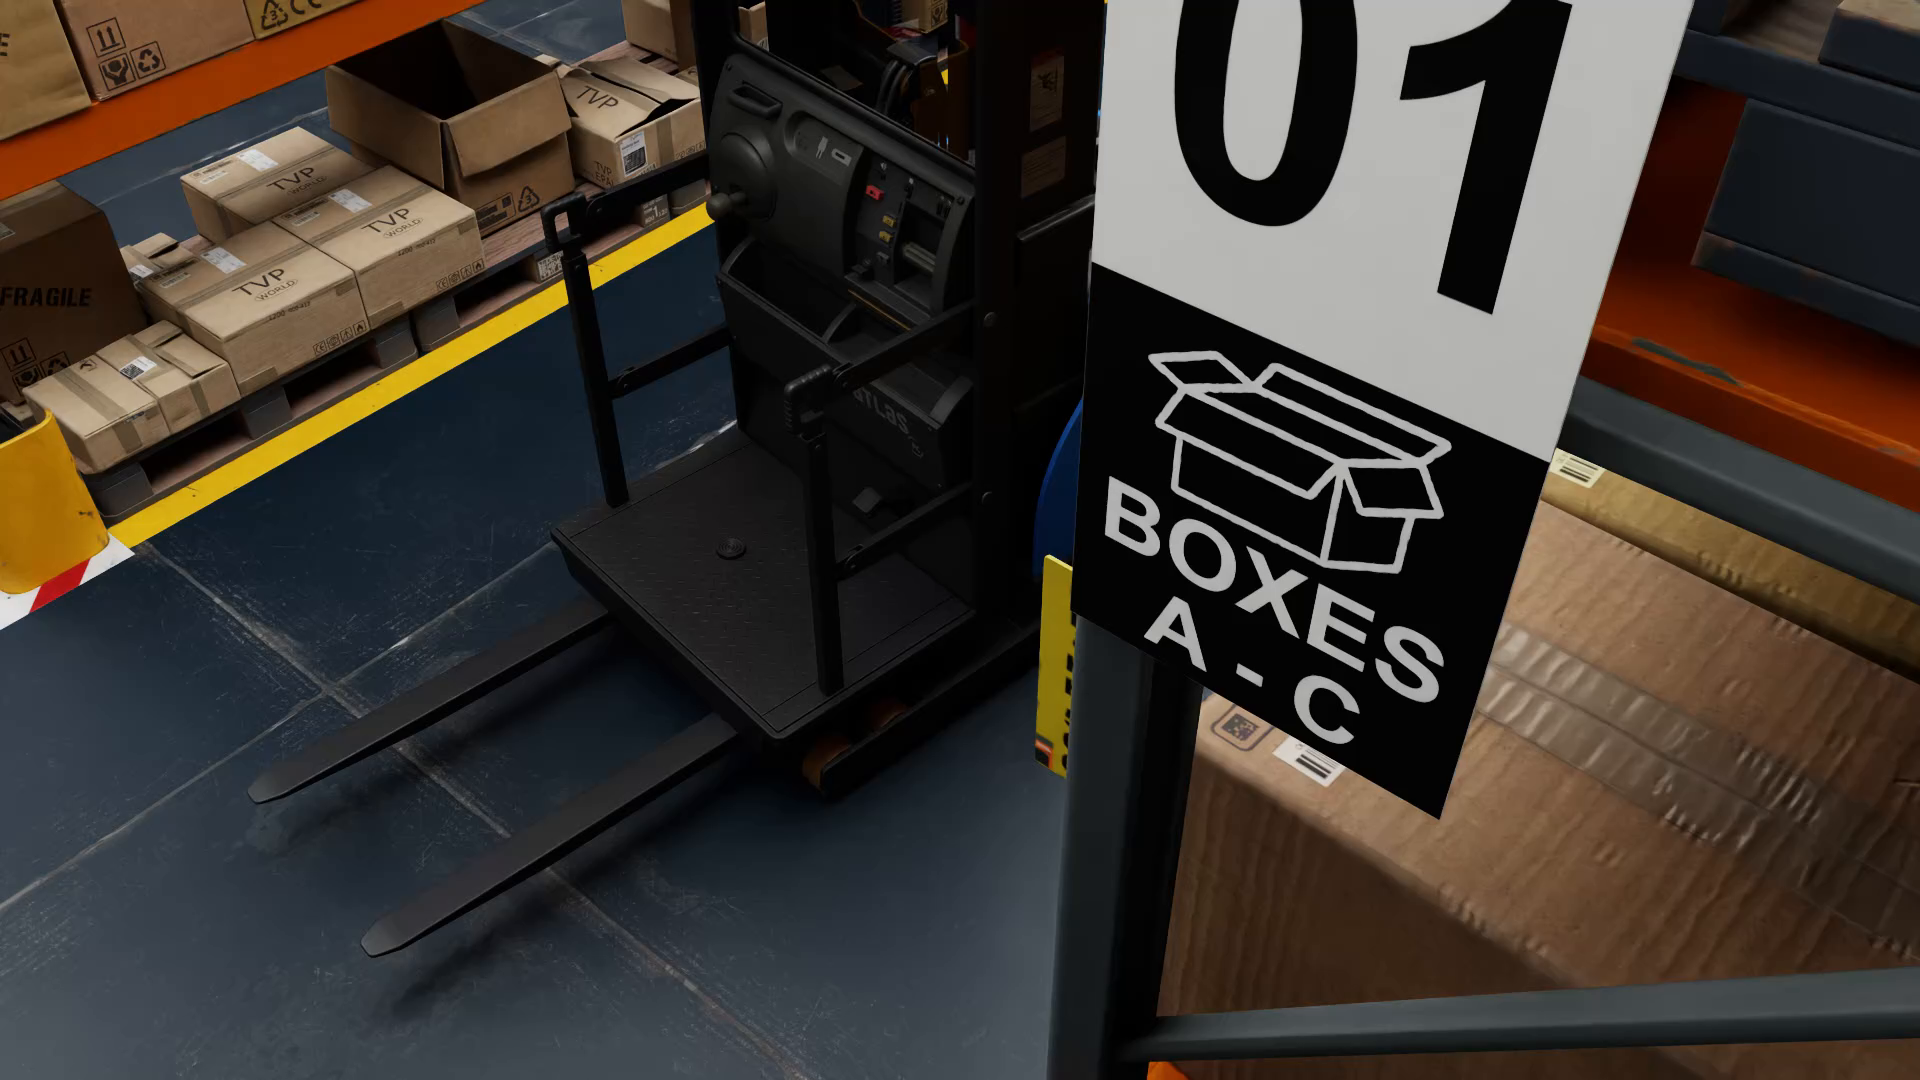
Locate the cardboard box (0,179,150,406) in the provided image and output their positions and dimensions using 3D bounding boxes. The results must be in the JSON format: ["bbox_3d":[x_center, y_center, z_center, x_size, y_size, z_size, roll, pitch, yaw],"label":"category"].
[{"bbox_3d":[-3.099,-0.852,5.489,0.500,0.500,0.500,29,50,28],"label":"cardboard box"}]

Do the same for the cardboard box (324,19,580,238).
[{"bbox_3d":[-1.891,-1.557,6.261,0.797,0.503,0.637,29,50,28],"label":"cardboard box"}]

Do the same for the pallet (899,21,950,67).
[{"bbox_3d":[-0.192,-2.691,8.053,1.003,0.211,1.213,29,50,28],"label":"pallet"}]

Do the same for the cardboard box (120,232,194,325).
[{"bbox_3d":[-2.770,-0.898,5.787,0.380,0.166,0.250,29,50,28],"label":"cardboard box"}]

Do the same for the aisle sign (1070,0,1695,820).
[{"bbox_3d":[0.257,-0.140,1.241,0.394,0.787,0.004,29,50,28],"label":"aisle sign"}]

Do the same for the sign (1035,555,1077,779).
[{"bbox_3d":[0.127,0.157,1.811,0.100,0.325,0.005,29,50,28],"label":"sign"}]

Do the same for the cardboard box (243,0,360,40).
[{"bbox_3d":[-2.120,-1.904,5.040,0.500,0.500,0.500,29,50,28],"label":"cardboard box"}]

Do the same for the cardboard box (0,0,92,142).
[{"bbox_3d":[-2.773,-1.379,4.463,0.500,0.500,0.500,31,50,29],"label":"cardboard box"}]

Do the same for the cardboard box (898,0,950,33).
[{"bbox_3d":[-0.189,-2.669,7.487,0.500,0.500,0.500,27,49,27],"label":"cardboard box"}]

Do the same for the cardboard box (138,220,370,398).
[{"bbox_3d":[-2.372,-0.788,5.604,0.500,0.250,0.500,29,50,28],"label":"cardboard box"}]

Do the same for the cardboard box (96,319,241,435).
[{"bbox_3d":[-2.567,-0.538,5.391,0.380,0.166,0.250,29,50,28],"label":"cardboard box"}]

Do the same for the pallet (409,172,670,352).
[{"bbox_3d":[-1.914,-1.271,6.491,1.003,0.211,1.213,29,50,28],"label":"pallet"}]

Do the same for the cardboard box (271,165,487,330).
[{"bbox_3d":[-2.050,-1.045,5.887,0.500,0.250,0.500,29,50,28],"label":"cardboard box"}]

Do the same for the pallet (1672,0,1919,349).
[{"bbox_3d":[1.003,-0.548,1.460,1.003,0.211,1.213,29,50,28],"label":"pallet"}]

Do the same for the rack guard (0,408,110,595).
[{"bbox_3d":[-3.212,-0.342,5.254,1.175,0.500,0.348,29,50,28],"label":"rack guard"}]

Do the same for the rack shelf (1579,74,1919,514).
[{"bbox_3d":[1.820,-0.958,2.379,1.077,0.370,4.000,29,50,28],"label":"rack shelf"}]

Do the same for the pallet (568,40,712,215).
[{"bbox_3d":[-1.129,-1.902,7.185,1.003,0.211,1.213,29,50,28],"label":"pallet"}]

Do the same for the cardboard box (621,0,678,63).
[{"bbox_3d":[-1.122,-2.333,7.258,0.500,0.311,0.500,29,50,28],"label":"cardboard box"}]

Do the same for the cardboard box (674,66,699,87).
[{"bbox_3d":[-1.031,-1.760,6.748,0.380,0.149,0.250,29,50,28],"label":"cardboard box"}]

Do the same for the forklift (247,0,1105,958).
[{"bbox_3d":[-0.467,-0.801,3.952,3.031,2.935,1.130,-31,51,-30],"label":"forklift"}]

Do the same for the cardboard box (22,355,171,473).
[{"bbox_3d":[-2.728,-0.403,5.255,0.380,0.149,0.250,29,50,28],"label":"cardboard box"}]

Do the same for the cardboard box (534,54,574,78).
[{"bbox_3d":[-1.671,-1.830,6.812,0.380,0.166,0.250,29,50,28],"label":"cardboard box"}]

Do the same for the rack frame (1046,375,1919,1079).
[{"bbox_3d":[0.533,0.915,2.014,1.000,3.000,0.127,29,50,28],"label":"rack frame"}]

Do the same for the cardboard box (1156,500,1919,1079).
[{"bbox_3d":[0.854,0.537,2.207,0.980,0.700,0.700,32,51,30],"label":"cardboard box"}]

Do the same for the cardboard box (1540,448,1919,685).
[{"bbox_3d":[1.314,0.158,2.624,0.980,0.700,0.700,29,50,28],"label":"cardboard box"}]

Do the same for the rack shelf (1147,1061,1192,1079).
[{"bbox_3d":[1.820,0.151,3.389,1.077,0.370,4.000,29,50,28],"label":"rack shelf"}]

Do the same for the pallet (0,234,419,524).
[{"bbox_3d":[-2.699,-0.646,5.804,1.003,0.211,1.213,29,50,28],"label":"pallet"}]

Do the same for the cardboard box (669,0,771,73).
[{"bbox_3d":[-0.836,-2.109,6.871,0.500,0.500,0.500,29,50,28],"label":"cardboard box"}]

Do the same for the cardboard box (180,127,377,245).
[{"bbox_3d":[-2.465,-1.236,6.096,0.500,0.250,0.500,29,50,28],"label":"cardboard box"}]

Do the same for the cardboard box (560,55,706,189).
[{"bbox_3d":[-1.319,-1.653,6.510,0.500,0.311,0.500,29,50,28],"label":"cardboard box"}]

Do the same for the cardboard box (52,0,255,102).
[{"bbox_3d":[-2.445,-1.647,4.757,0.500,0.500,0.500,29,50,28],"label":"cardboard box"}]
